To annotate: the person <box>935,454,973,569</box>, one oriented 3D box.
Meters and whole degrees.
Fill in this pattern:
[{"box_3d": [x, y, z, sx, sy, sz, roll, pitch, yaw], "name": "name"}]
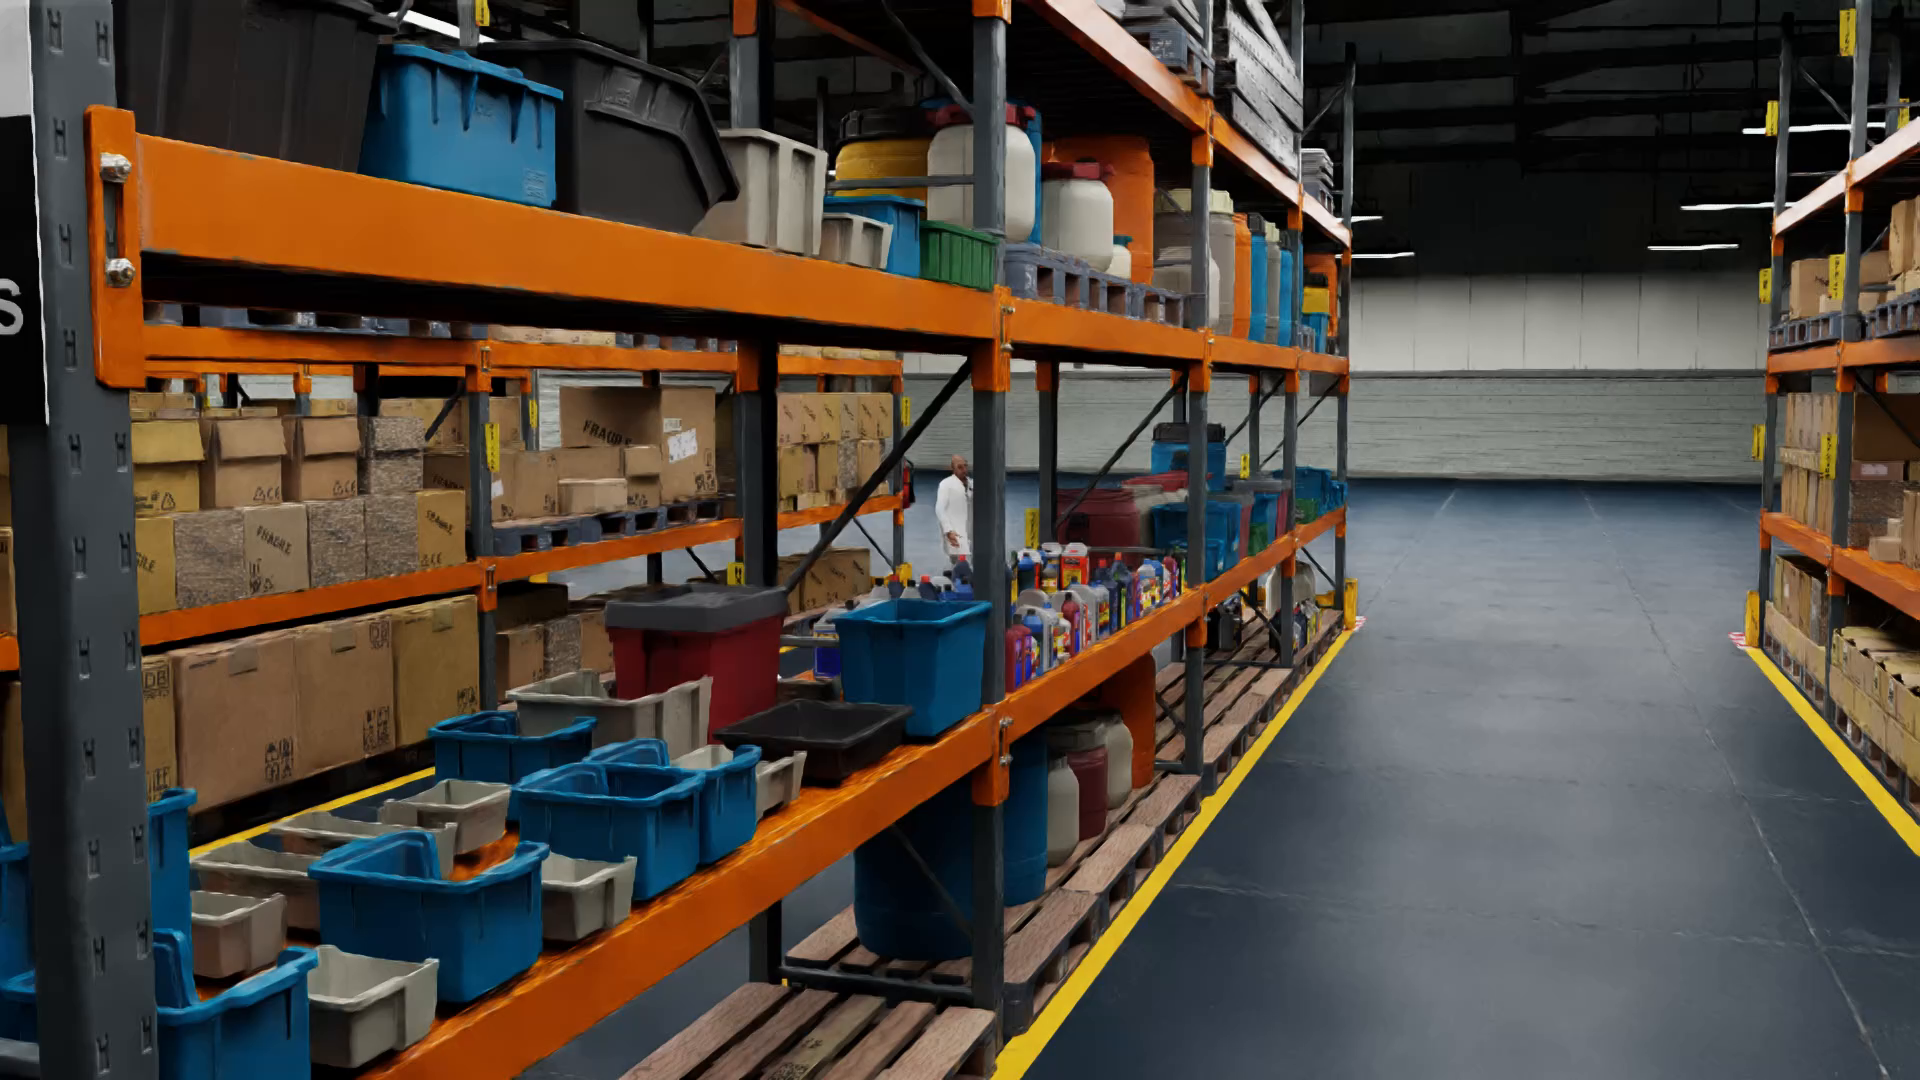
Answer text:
[{"box_3d": [0.048, -0.037, 18.133, 0.652, 1.770, 0.675, 4, 6, 38], "name": "person"}]
